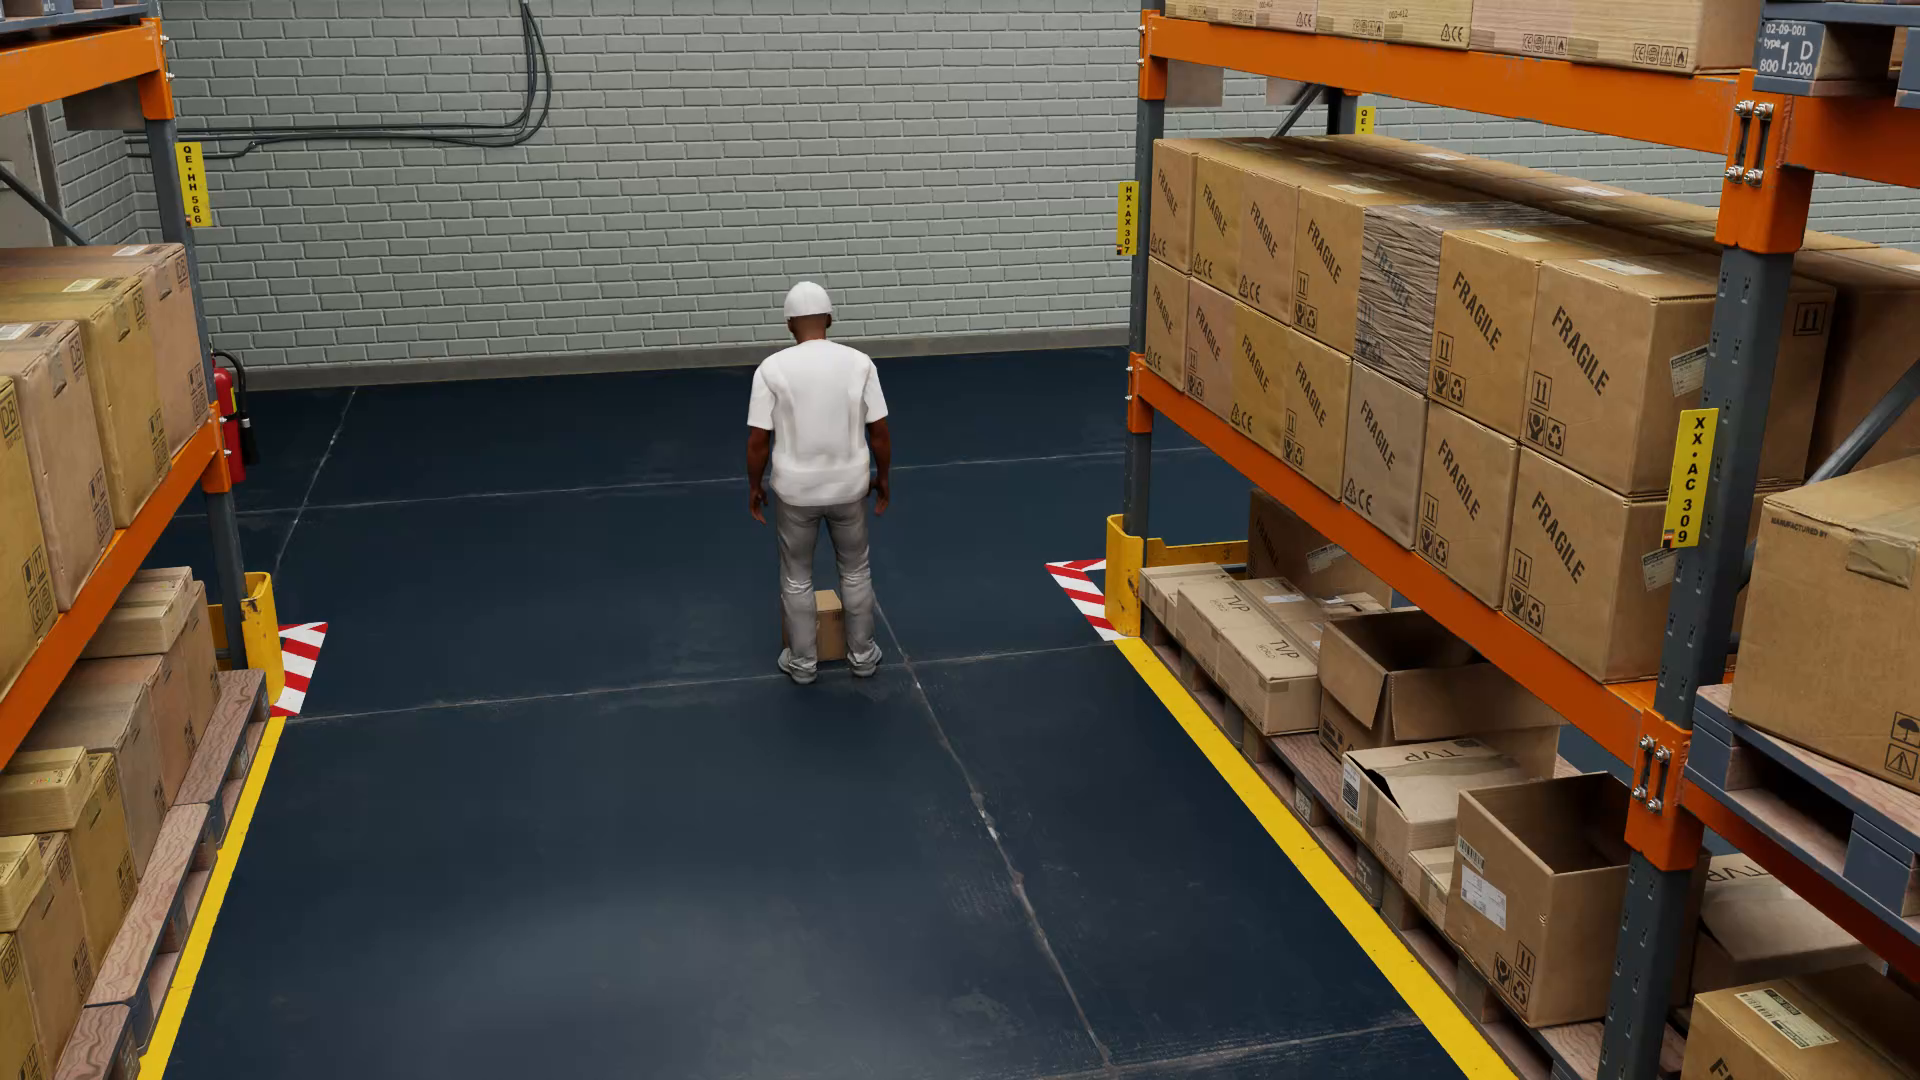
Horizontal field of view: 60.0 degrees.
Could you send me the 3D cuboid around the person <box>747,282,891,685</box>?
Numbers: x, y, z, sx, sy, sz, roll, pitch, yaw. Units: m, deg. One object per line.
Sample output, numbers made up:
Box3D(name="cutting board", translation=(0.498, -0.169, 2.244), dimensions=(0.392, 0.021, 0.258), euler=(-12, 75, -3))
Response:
Box3D(name="person", translation=(-0.608, -0.239, 7.216), dimensions=(0.628, 1.761, 0.457), euler=(-4, 20, -12))
